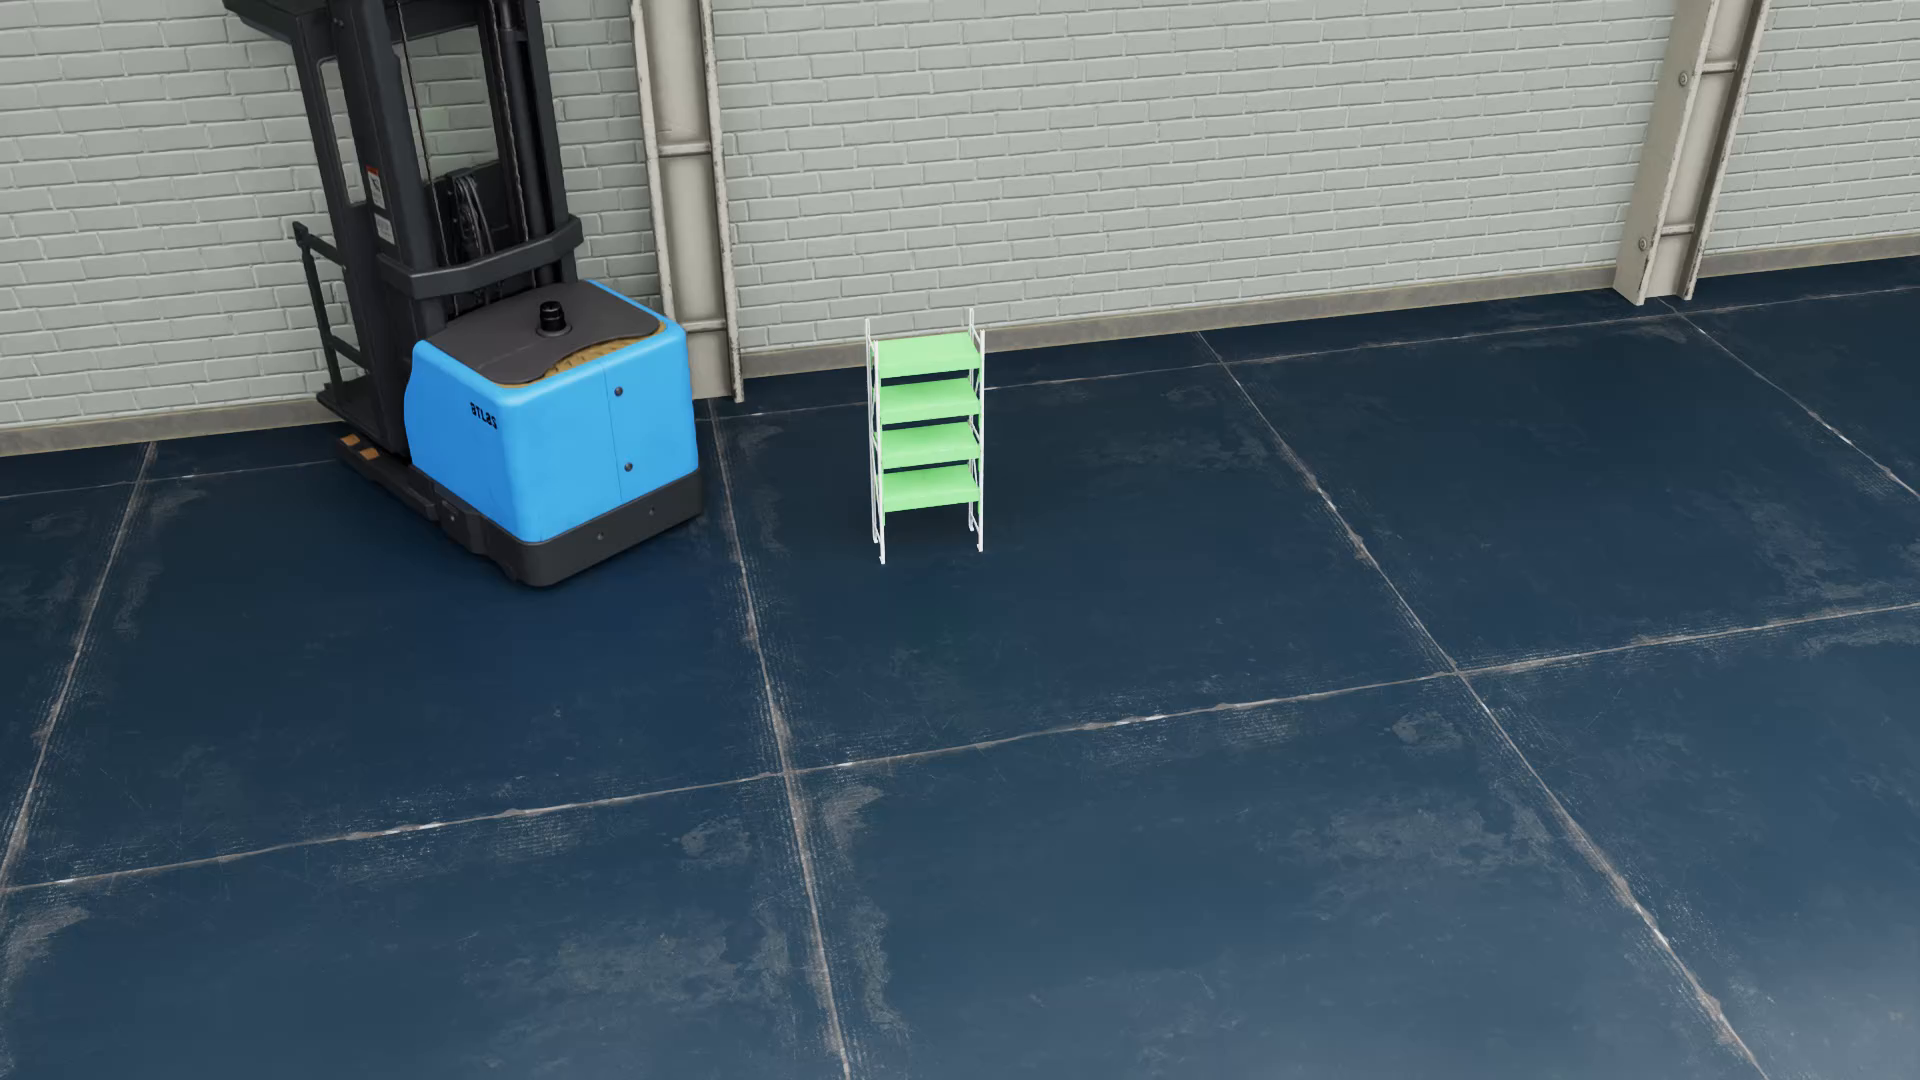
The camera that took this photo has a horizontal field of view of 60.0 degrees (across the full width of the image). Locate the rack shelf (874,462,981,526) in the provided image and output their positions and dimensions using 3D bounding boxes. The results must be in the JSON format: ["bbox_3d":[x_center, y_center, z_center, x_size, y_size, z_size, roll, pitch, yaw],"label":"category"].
[{"bbox_3d":[-0.161,-0.226,8.055,0.480,0.148,0.258,-7,35,-11],"label":"rack shelf"}]

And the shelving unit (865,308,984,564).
[{"bbox_3d":[-0.161,-0.478,7.885,0.503,1.200,0.258,-7,35,-11],"label":"shelving unit"}]

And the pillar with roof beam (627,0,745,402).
[{"bbox_3d":[-0.498,-2.241,3.513,0.400,9.000,9.100,-7,35,-11],"label":"pillar with roof beam"}]

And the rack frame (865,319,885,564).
[{"bbox_3d":[-0.399,-0.448,7.841,0.015,1.200,0.240,-7,35,-11],"label":"rack frame"}]

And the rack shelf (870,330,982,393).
[{"bbox_3d":[-0.161,-0.823,7.653,0.480,0.148,0.258,-7,35,-11],"label":"rack shelf"}]

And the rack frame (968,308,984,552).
[{"bbox_3d":[0.077,-0.508,7.930,0.015,1.200,0.240,-7,35,-11],"label":"rack frame"}]

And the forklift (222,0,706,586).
[{"bbox_3d":[-2.679,-1.716,8.177,3.031,2.935,1.130,29,43,36],"label":"forklift"}]

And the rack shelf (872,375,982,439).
[{"bbox_3d":[-0.161,-0.624,7.787,0.480,0.148,0.258,-7,35,-11],"label":"rack shelf"}]

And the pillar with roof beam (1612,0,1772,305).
[{"bbox_3d":[5.354,-2.978,4.612,0.400,9.000,9.100,-7,35,-11],"label":"pillar with roof beam"}]

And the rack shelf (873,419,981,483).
[{"bbox_3d":[-0.161,-0.425,7.921,0.480,0.148,0.258,-7,35,-11],"label":"rack shelf"}]
